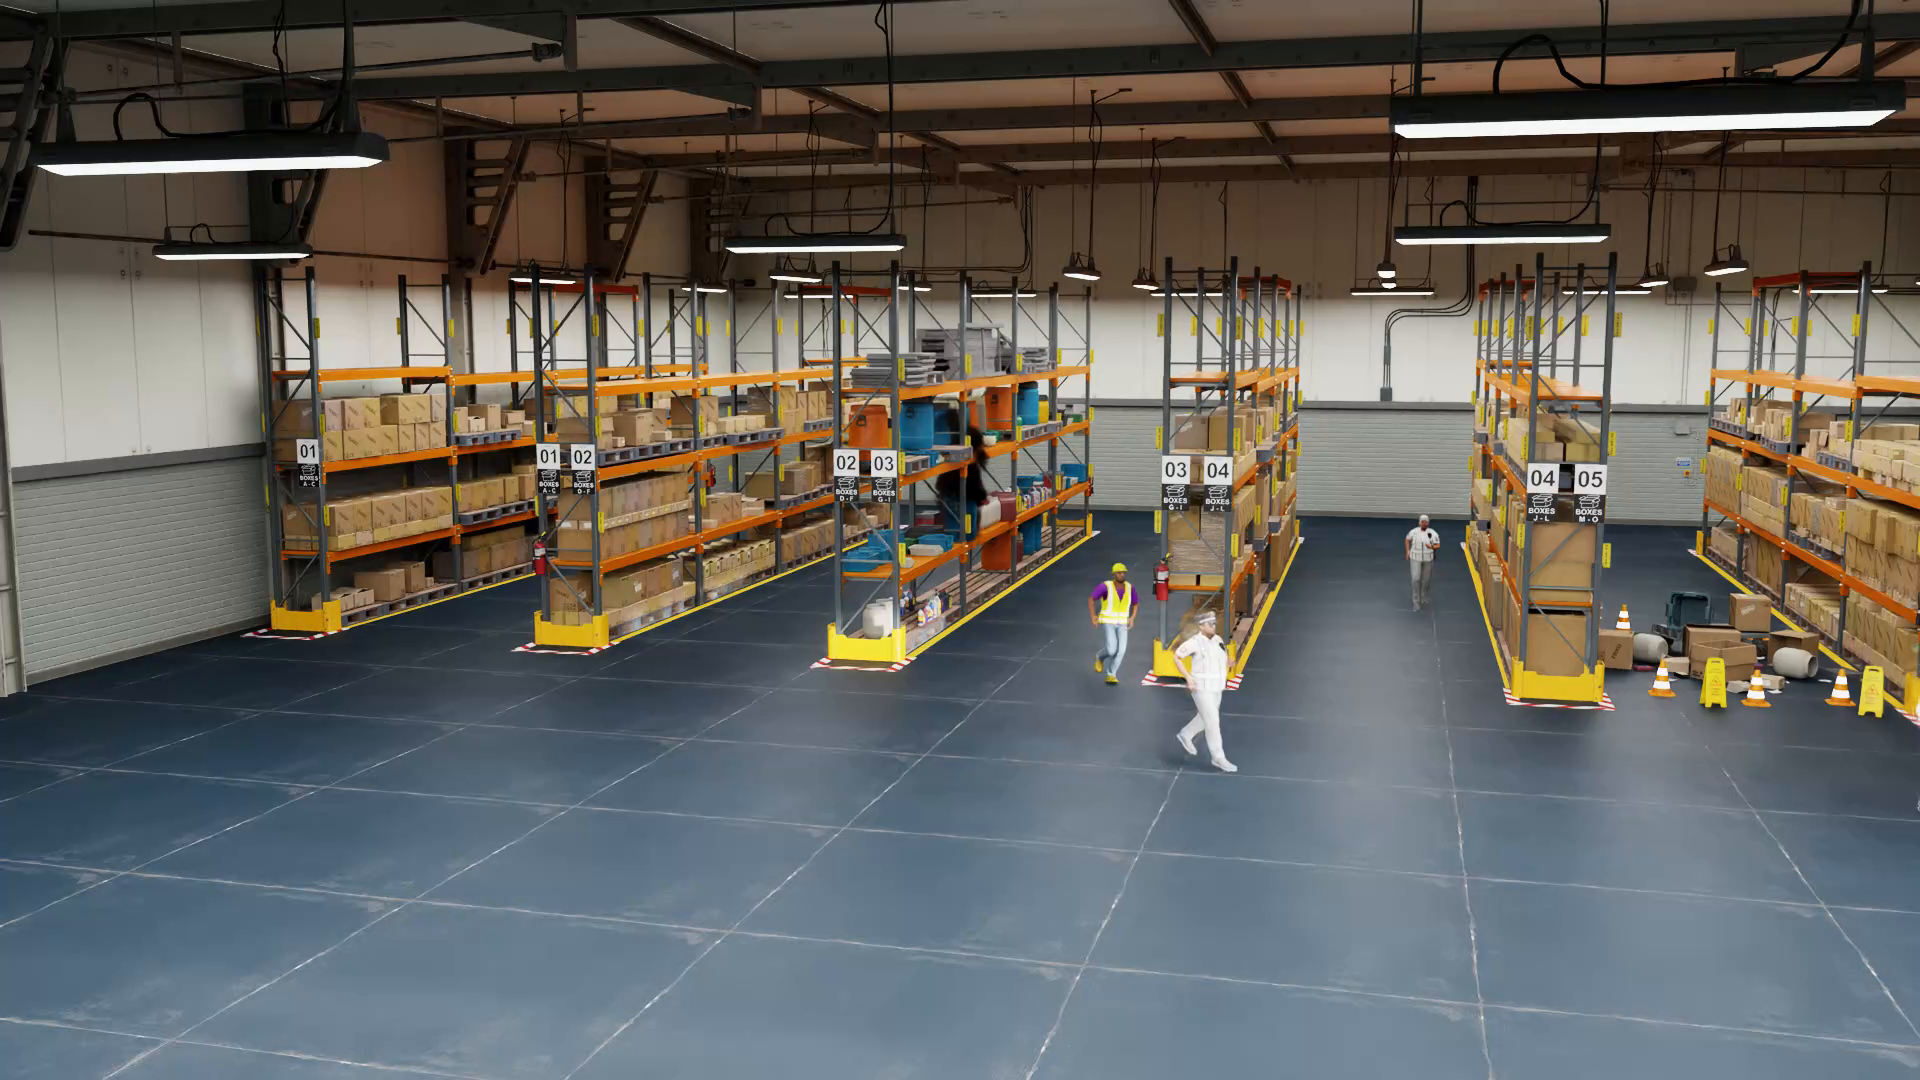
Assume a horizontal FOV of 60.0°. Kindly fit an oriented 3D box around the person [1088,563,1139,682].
[{"bbox_3d":[2.201,1.172,23.650,0.750,1.718,0.562,-2,8,-17],"label":"person"}]

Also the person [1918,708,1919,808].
[{"bbox_3d":[10.155,2.023,16.927,0.574,1.673,0.642,-6,9,-40],"label":"person"}]

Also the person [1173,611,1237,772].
[{"bbox_3d":[2.834,1.689,19.080,0.661,1.775,0.983,-7,10,-43],"label":"person"}]

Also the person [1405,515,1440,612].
[{"bbox_3d":[8.286,0.389,29.801,0.594,1.689,0.888,1,7,11],"label":"person"}]
